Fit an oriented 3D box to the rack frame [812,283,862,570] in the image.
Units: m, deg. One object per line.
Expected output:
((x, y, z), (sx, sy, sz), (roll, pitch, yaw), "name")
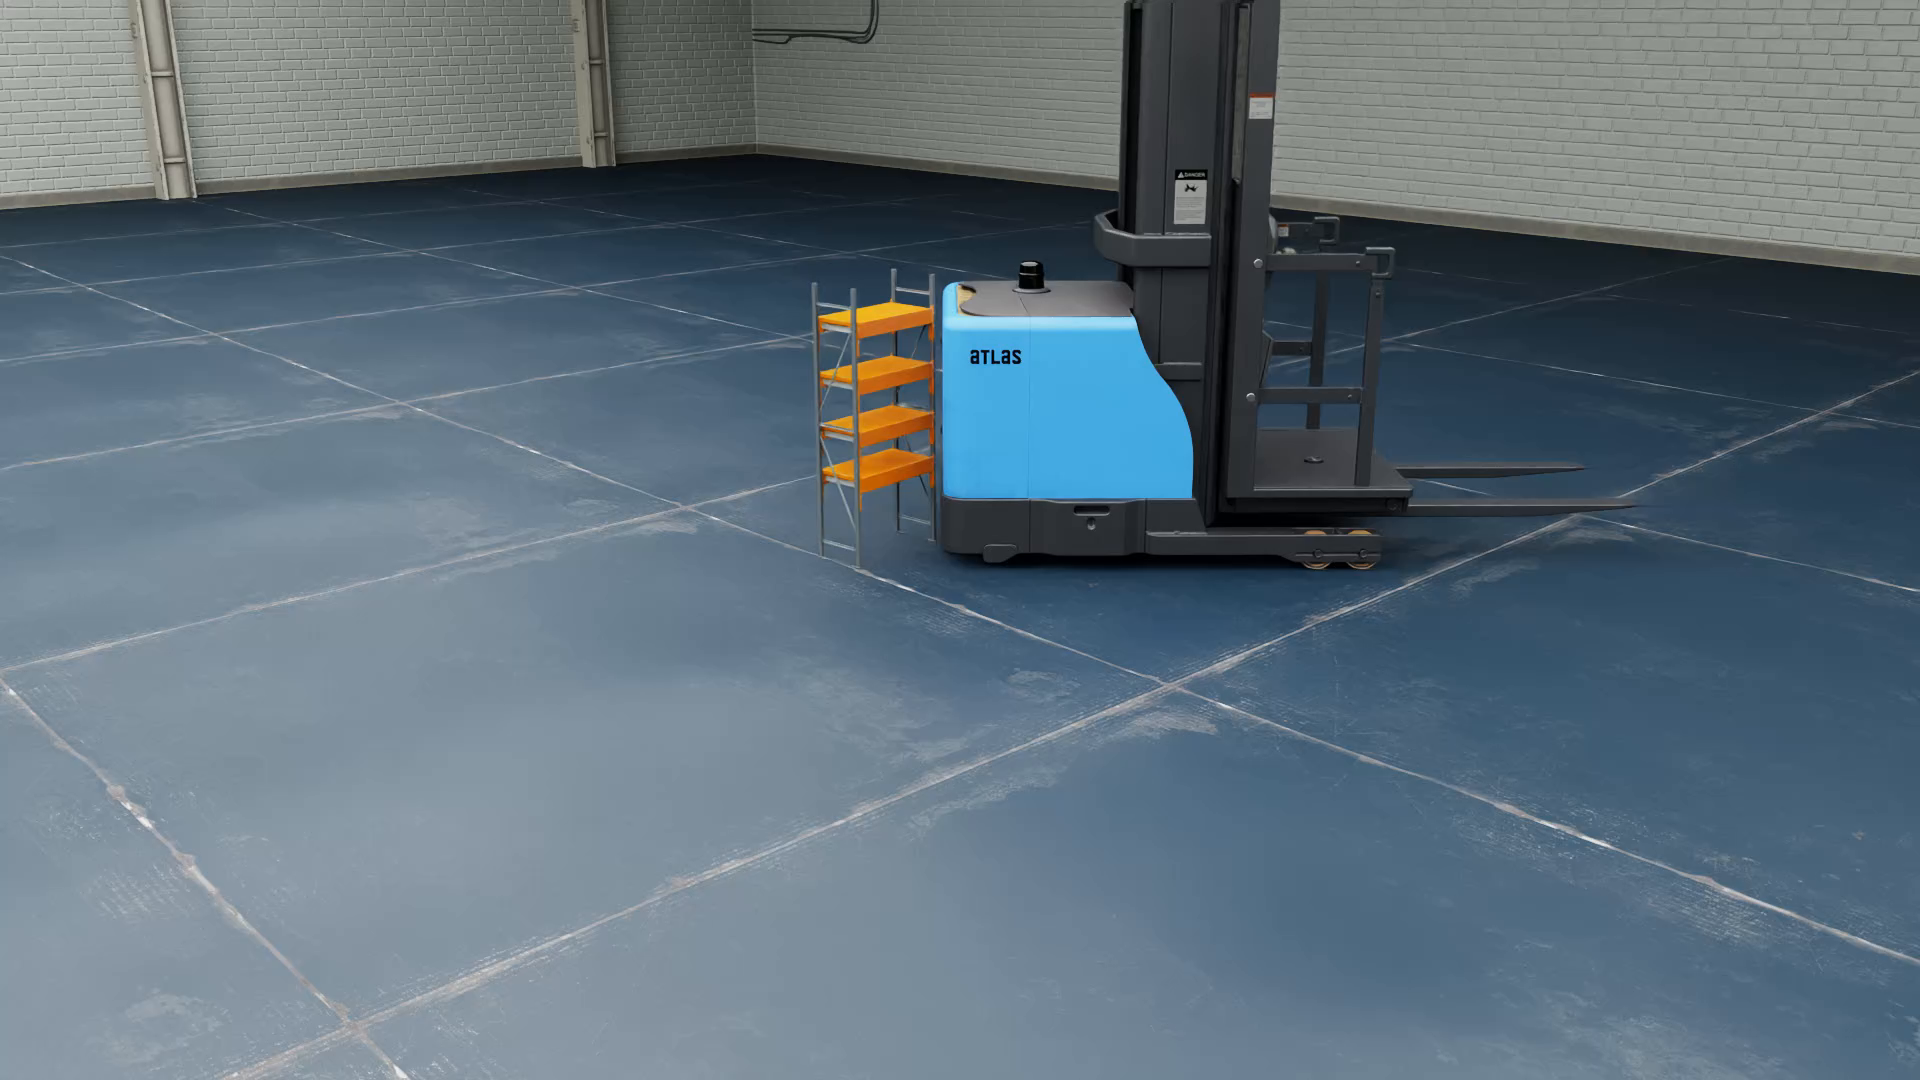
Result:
((-0.516, -0.468, 6.983), (0.240, 1.200, 0.015), (14, 23, 38), "rack frame")

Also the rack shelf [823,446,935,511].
((-0.359, -0.273, 7.243), (0.258, 0.148, 0.480), (14, 23, 38), "rack shelf")

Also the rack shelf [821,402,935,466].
((-0.359, -0.462, 7.182), (0.258, 0.148, 0.480), (14, 23, 38), "rack shelf")

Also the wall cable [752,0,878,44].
((-2.255, -8.628, 24.541), (0.112, 2.526, 3.097), (-16, 24, -41), "wall cable")

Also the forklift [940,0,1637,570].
((1.428, -1.432, 7.150), (3.031, 2.935, 1.130), (0, 18, 0), "forklift")

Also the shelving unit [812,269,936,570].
((-0.359, -0.526, 7.161), (0.258, 1.200, 0.503), (14, 23, 38), "shelving unit")

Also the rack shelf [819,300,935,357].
((-0.359, -0.900, 7.040), (0.258, 0.148, 0.480), (14, 23, 38), "rack shelf")

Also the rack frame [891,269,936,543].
((-0.203, -0.584, 7.339), (0.240, 1.200, 0.015), (14, 23, 38), "rack frame")

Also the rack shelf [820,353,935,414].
((-0.359, -0.675, 7.113), (0.258, 0.148, 0.480), (14, 23, 38), "rack shelf")

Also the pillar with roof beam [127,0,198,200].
((-6.706, -7.541, 16.154), (0.400, 9.000, 9.100), (-16, 24, -41), "pillar with roof beam")

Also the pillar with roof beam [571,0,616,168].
((-2.346, -8.813, 20.075), (0.400, 9.000, 9.100), (-16, 24, -41), "pillar with roof beam")
